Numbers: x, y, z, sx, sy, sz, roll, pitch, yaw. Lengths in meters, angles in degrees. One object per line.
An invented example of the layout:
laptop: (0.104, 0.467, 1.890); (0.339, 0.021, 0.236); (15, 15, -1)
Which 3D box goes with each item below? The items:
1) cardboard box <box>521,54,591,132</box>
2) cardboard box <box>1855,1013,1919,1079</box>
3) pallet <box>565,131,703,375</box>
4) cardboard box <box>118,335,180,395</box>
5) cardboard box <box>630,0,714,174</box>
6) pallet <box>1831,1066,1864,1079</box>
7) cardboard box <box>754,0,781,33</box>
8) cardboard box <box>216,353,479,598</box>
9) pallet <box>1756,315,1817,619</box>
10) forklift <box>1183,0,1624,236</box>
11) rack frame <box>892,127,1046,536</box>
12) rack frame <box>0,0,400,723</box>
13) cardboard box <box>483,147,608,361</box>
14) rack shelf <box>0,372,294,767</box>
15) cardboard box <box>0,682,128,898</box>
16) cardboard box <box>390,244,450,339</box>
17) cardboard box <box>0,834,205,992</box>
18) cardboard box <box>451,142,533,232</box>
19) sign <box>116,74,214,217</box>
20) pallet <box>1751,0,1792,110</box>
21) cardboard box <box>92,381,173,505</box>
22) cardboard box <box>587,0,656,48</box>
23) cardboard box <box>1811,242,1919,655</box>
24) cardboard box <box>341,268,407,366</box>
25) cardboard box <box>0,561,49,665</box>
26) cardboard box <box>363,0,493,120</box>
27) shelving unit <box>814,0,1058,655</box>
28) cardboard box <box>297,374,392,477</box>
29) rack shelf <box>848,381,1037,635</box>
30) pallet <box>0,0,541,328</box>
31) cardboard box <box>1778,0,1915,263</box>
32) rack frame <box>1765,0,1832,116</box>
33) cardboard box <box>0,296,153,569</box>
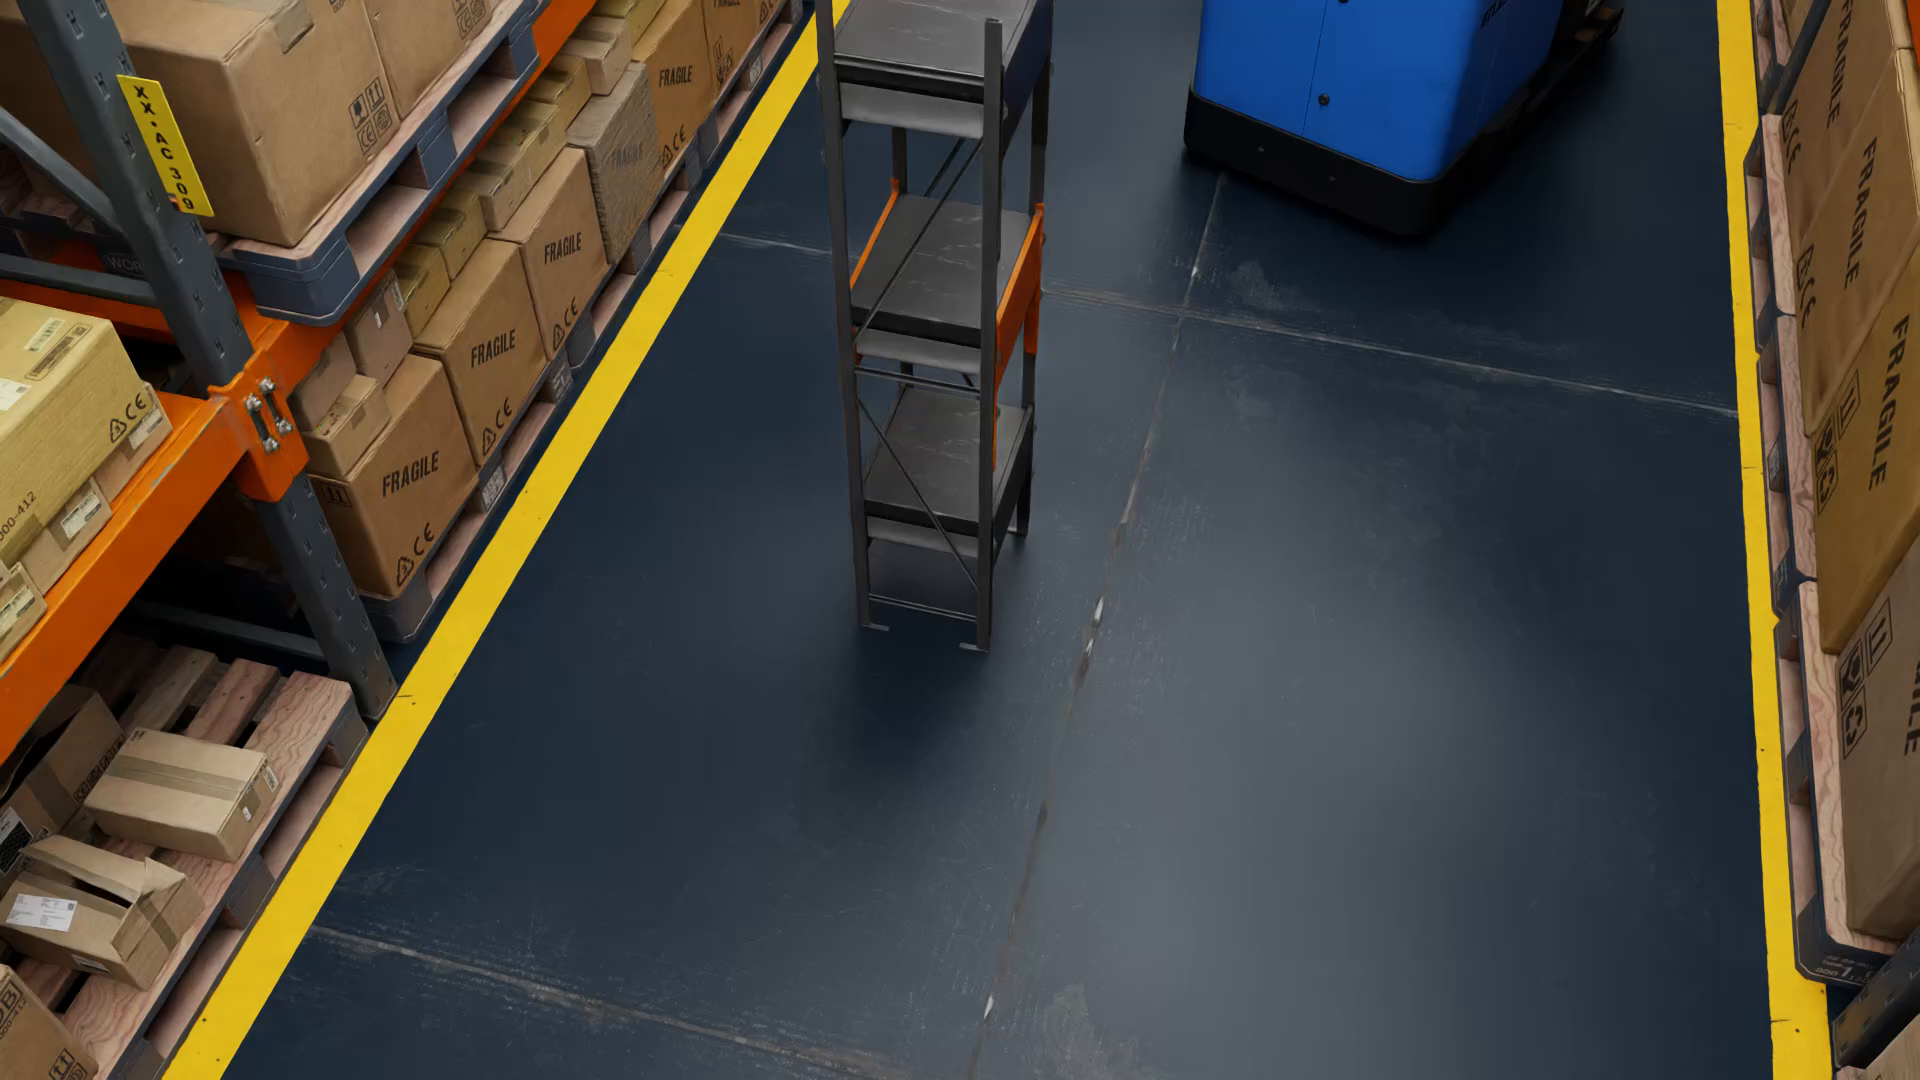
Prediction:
cardboard box: (-1.460, -1.502, 5.529); (0.380, 0.149, 0.250); (12, 50, 10)
cardboard box: (2.383, 1.508, 3.347); (0.875, 0.438, 0.875); (11, 49, 9)
pallet: (-1.641, -1.169, 6.141); (1.003, 0.211, 1.213); (12, 50, 10)
cardboard box: (-2.319, -0.460, 4.610); (0.380, 0.149, 0.250); (10, 49, 9)
cardboard box: (-1.266, -1.728, 6.162); (0.500, 0.500, 0.500); (14, 50, 12)
pallet: (2.376, 1.824, 3.500); (1.003, 0.211, 1.213); (12, 50, 10)
cardboard box: (-0.989, -2.467, 6.814); (0.500, 0.500, 0.500); (13, 50, 11)
cardboard box: (-1.793, -0.228, 4.838); (0.500, 0.500, 0.500); (14, 50, 12)
pallet: (3.102, -0.169, 5.259); (1.003, 0.211, 1.213); (12, 50, 10)
forklift: (2.158, -3.159, 6.083); (1.130, 2.935, 3.031); (29, 55, 23)
rack frame: (0.021, -0.752, 4.513); (0.400, 2.100, 0.015); (12, 50, 10)
rack frame: (-2.138, -0.611, 3.788); (1.000, 3.000, 0.127); (12, 50, 10)
cardboard box: (-1.527, -0.975, 5.497); (0.500, 0.500, 0.500); (10, 49, 9)
rack shelf: (-2.664, 1.074, 2.781); (1.077, 0.370, 4.000); (12, 50, 10)
cardboard box: (-2.539, 0.571, 4.258); (0.500, 0.311, 0.500); (13, 50, 11)
cardboard box: (-1.732, -0.747, 4.864); (0.380, 0.149, 0.250); (9, 49, 8)
cardboard box: (-2.095, 0.874, 4.021); (0.396, 0.266, 0.258); (13, 50, 11)
cardboard box: (-1.571, -1.122, 5.194); (0.380, 0.149, 0.250); (11, 50, 10)
sign: (-1.612, -0.795, 3.374); (0.100, 0.325, 0.005); (12, 50, 10)
pallet: (3.912, -2.169, 7.024); (1.003, 0.211, 1.213); (12, 50, 10)
cardboard box: (-1.978, -0.247, 3.635); (0.380, 0.149, 0.250); (12, 50, 11)
cardboard box: (-1.303, -1.875, 5.859); (0.380, 0.149, 0.250); (11, 49, 9)
cardboard box: (2.968, -0.189, 4.553); (0.875, 0.875, 0.875); (13, 50, 11)
cardboard box: (-1.764, -0.640, 4.570); (0.380, 0.149, 0.250); (9, 49, 8)
cardboard box: (-2.071, 0.138, 3.295); (0.380, 0.149, 0.250); (13, 50, 11)
cardboard box: (-1.658, -1.463, 4.194); (0.700, 0.500, 0.500); (12, 50, 10)
shelving unit: (-0.044, -0.575, 4.357); (0.431, 2.100, 0.503); (12, 50, 10)
cardboard box: (-1.786, -0.344, 4.507); (0.380, 0.149, 0.250); (14, 50, 12)
rack shelf: (-0.044, -0.103, 4.892); (0.431, 0.518, 0.480); (12, 50, 10)
pallet: (-1.822, -1.103, 4.351); (1.003, 0.211, 1.213); (12, 50, 10)
cardboard box: (3.443, -1.480, 5.692); (0.875, 0.875, 0.875); (11, 50, 10)
rack frame: (3.705, -2.527, 5.480); (1.000, 3.000, 0.127); (12, 50, 10)
cardboard box: (-2.036, -0.243, 3.365); (0.500, 0.250, 0.500); (13, 50, 11)
